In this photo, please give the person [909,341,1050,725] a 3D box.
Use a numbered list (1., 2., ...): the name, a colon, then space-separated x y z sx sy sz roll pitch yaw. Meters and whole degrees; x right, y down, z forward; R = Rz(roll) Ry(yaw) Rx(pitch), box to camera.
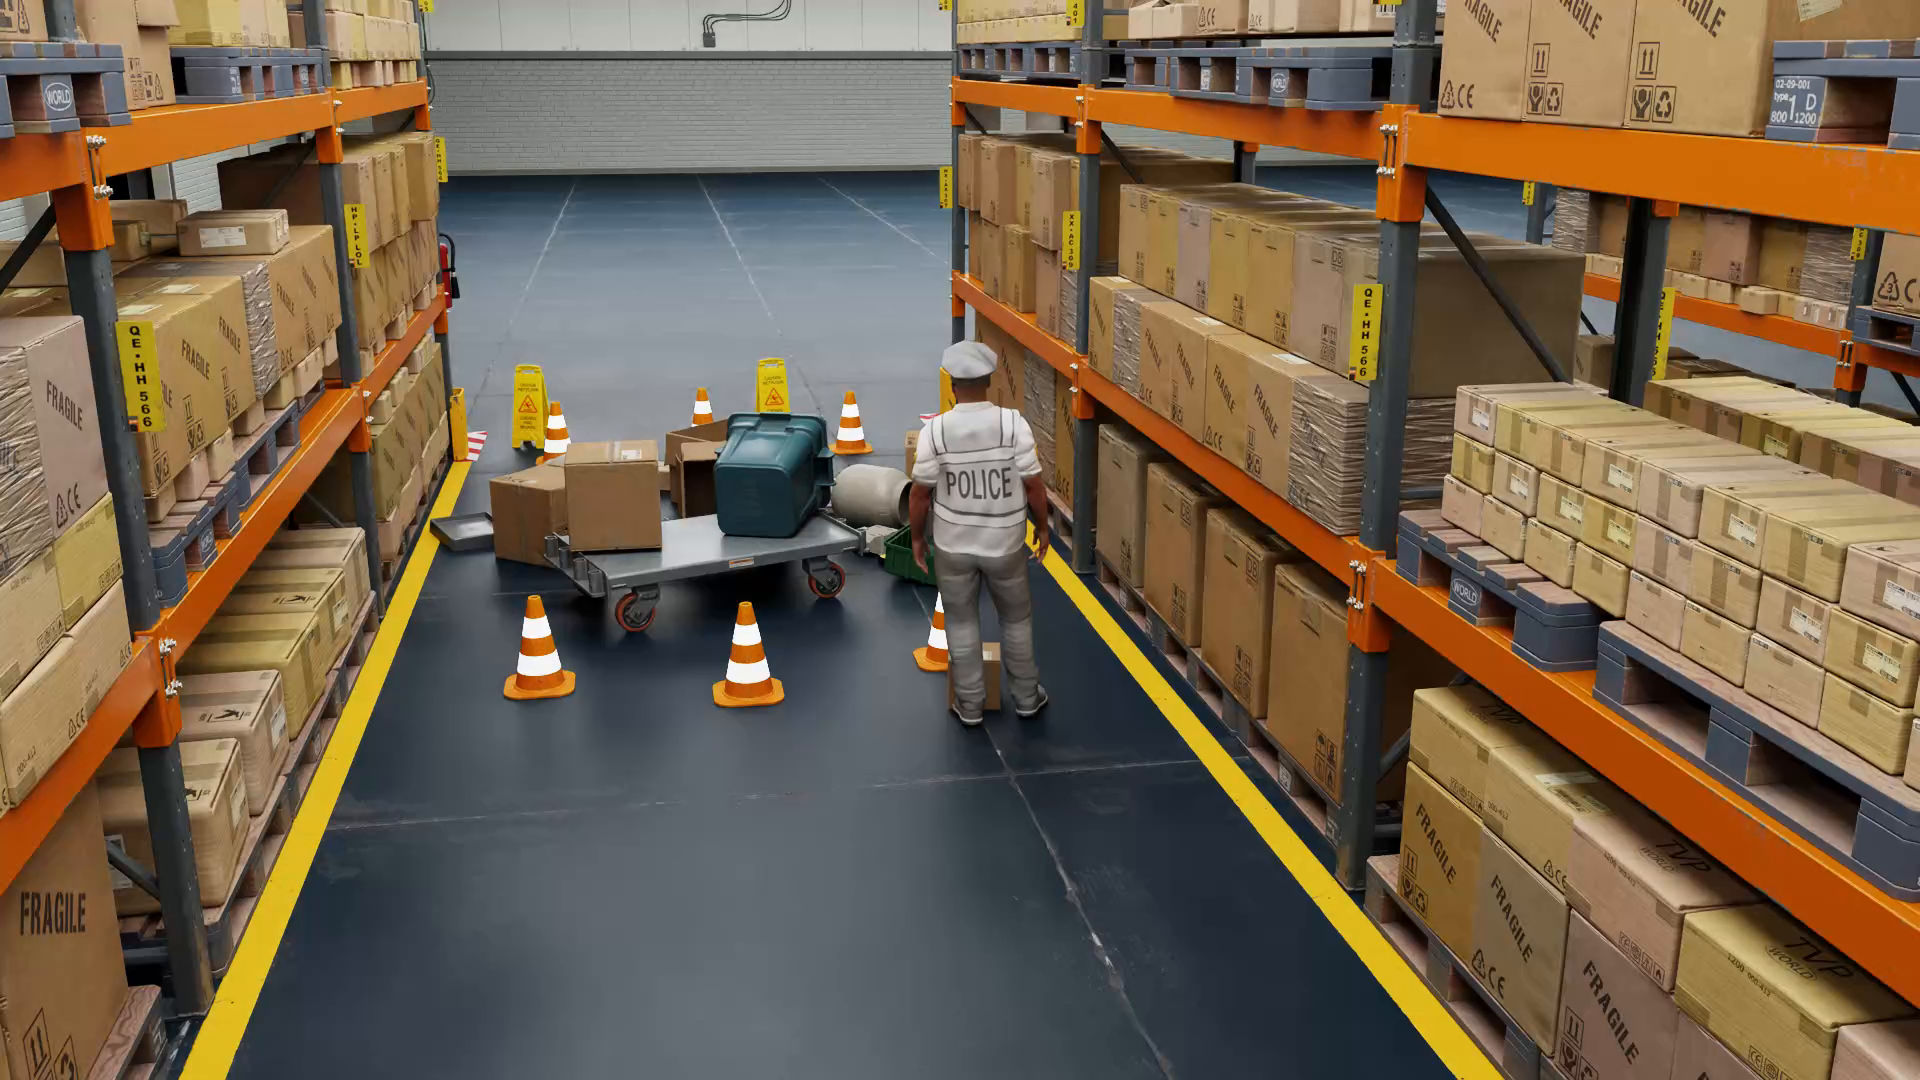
1. person: 0.095 -0.031 7.544 0.640 1.781 0.575 0 16 1
